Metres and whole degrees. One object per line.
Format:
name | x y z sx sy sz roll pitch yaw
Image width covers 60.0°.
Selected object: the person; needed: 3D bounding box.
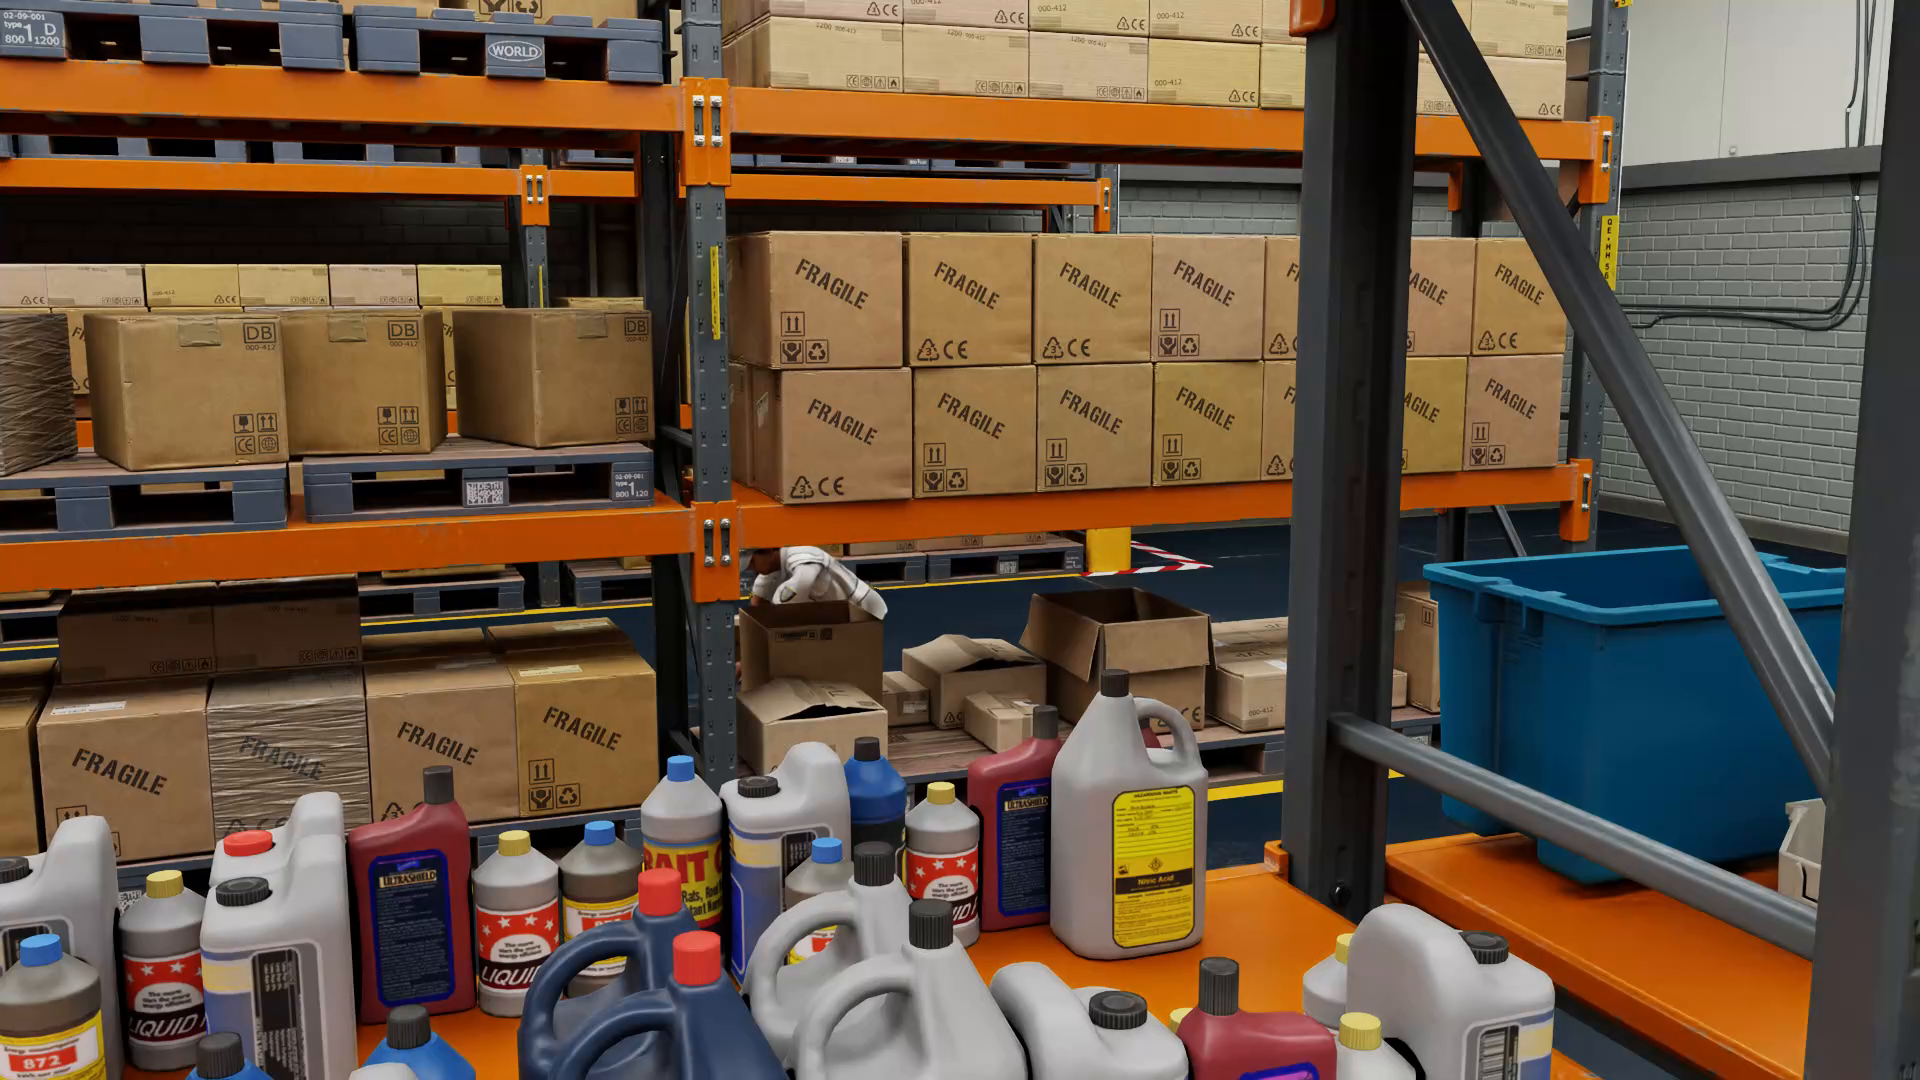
person | -0.802 0.364 8.402 0.867 0.951 0.505 -4 10 -23
